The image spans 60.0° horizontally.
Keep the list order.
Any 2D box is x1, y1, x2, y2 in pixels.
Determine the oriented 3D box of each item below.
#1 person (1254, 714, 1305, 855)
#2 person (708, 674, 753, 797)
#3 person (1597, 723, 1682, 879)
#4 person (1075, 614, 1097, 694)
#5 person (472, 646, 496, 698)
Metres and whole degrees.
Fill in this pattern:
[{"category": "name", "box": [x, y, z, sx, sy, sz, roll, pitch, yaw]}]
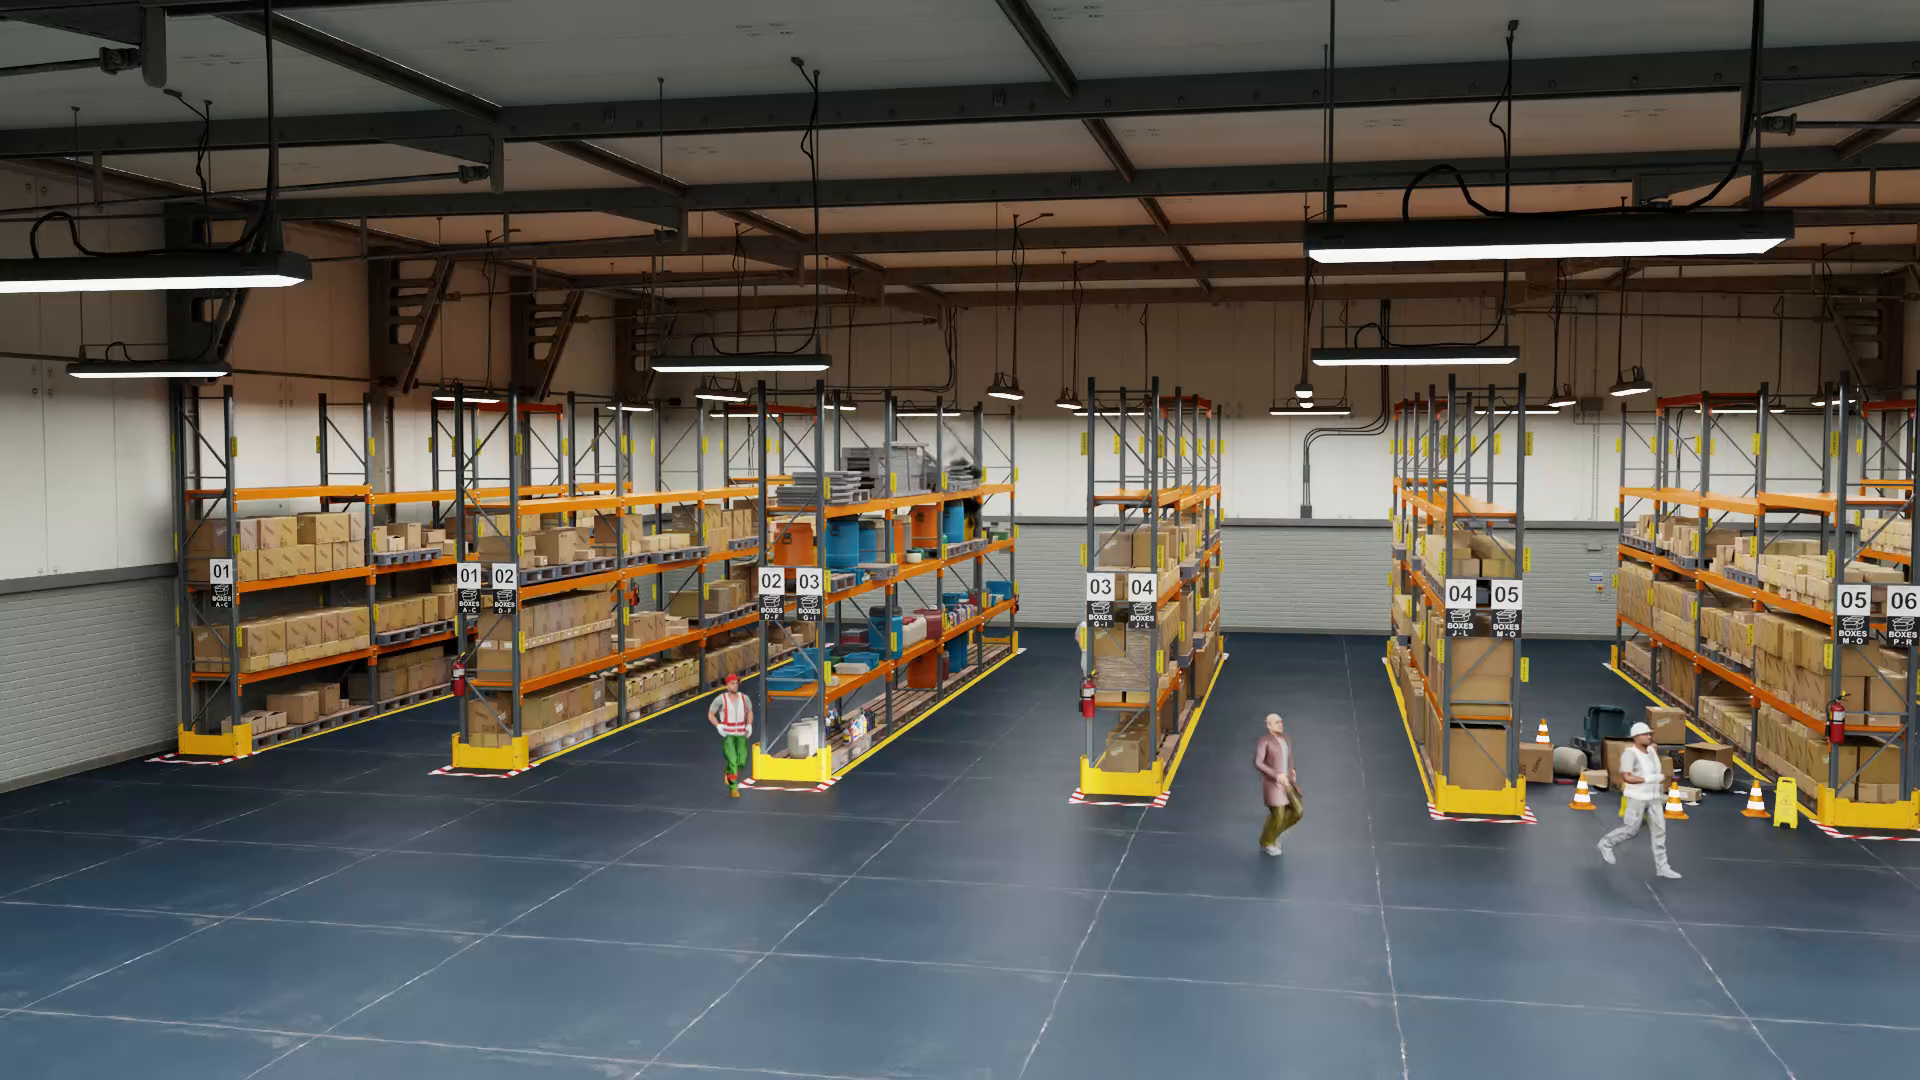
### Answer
[{"category": "person", "box": [3.913, 2.993, 20.370, 0.721, 1.737, 0.593, -3, 4, -38]}, {"category": "person", "box": [-3.290, 2.788, 23.919, 0.675, 1.741, 0.645, -2, 4, -29]}, {"category": "person", "box": [7.945, 3.006, 19.385, 0.690, 1.759, 1.004, -2, 4, -31]}, {"category": "person", "box": [2.613, 2.263, 33.110, 0.652, 1.824, 0.714, 1, 3, 11]}, {"category": "person", "box": [-8.676, 2.446, 30.690, 0.595, 1.671, 0.871, 0, 3, 1]}]
